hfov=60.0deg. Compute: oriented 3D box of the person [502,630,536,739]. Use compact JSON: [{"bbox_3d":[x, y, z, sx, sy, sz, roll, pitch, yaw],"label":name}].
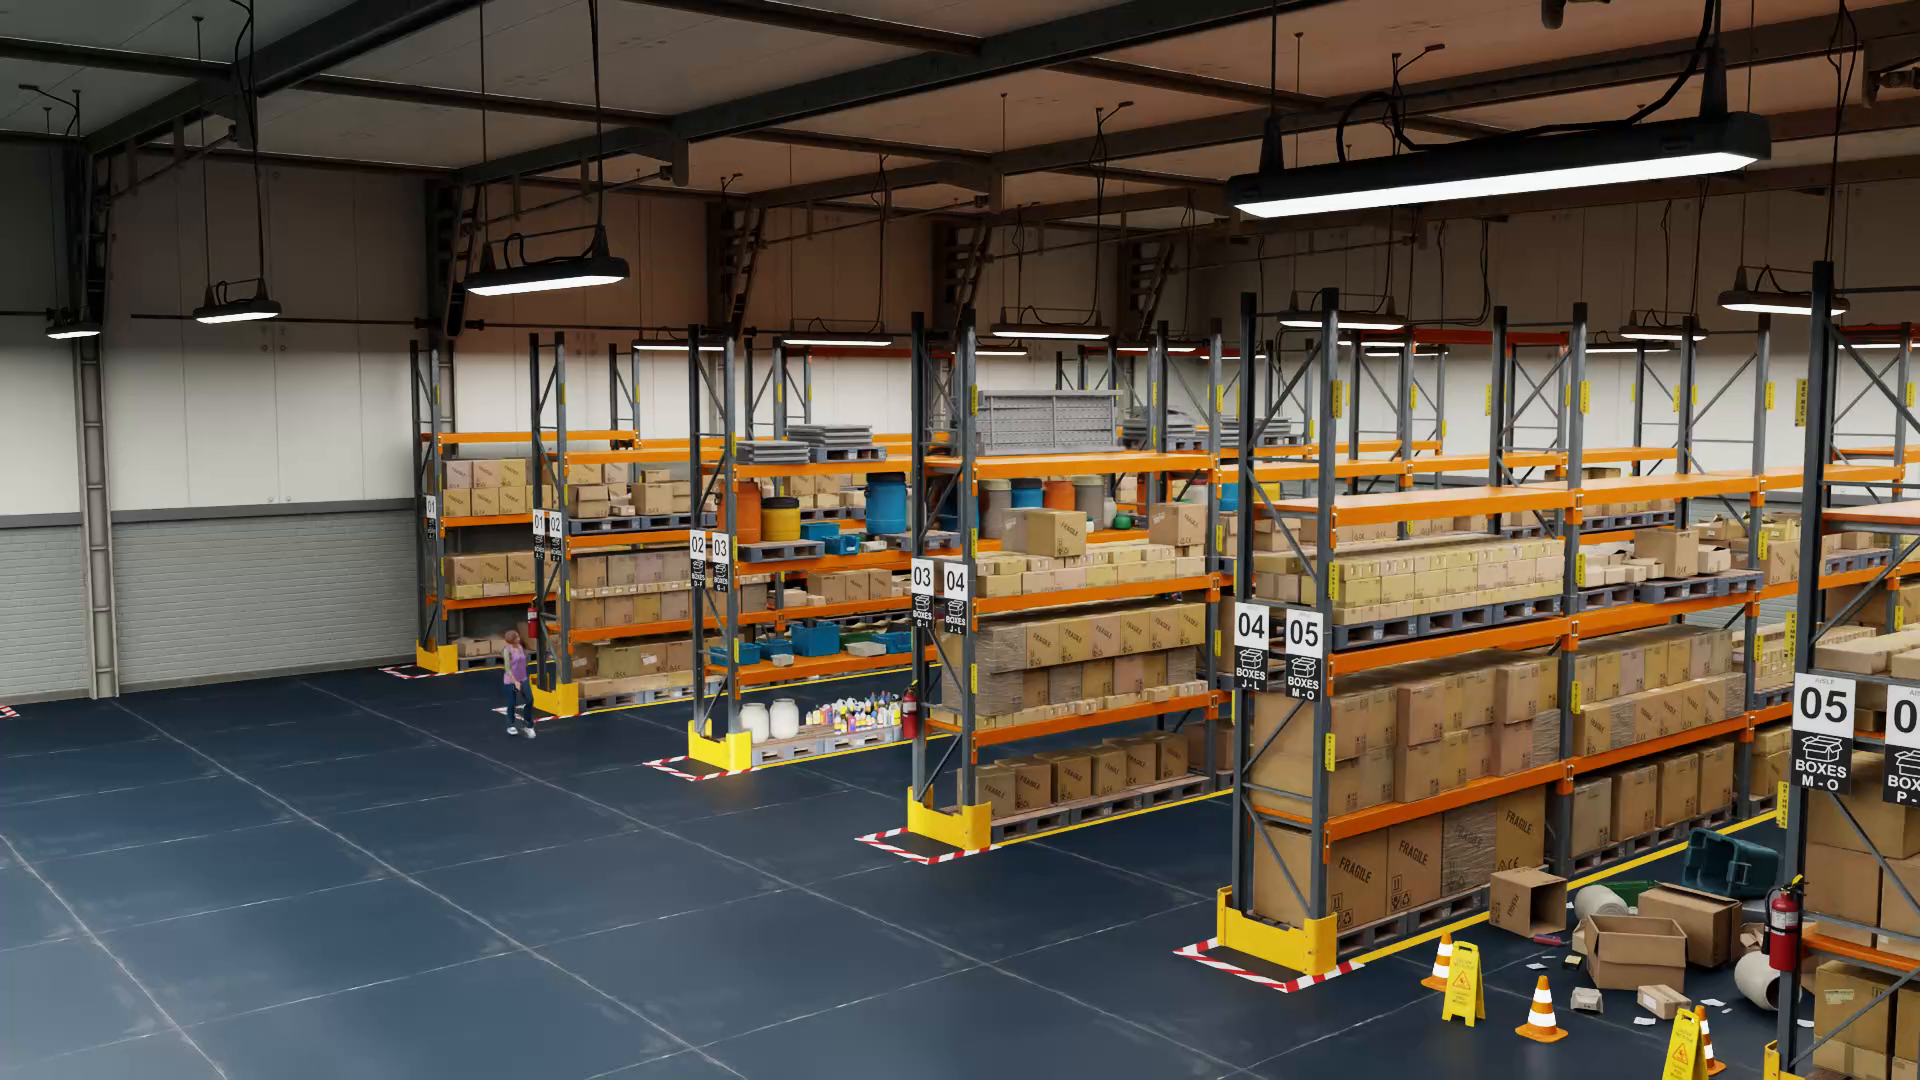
[{"bbox_3d":[-6.523,2.113,24.445,0.408,1.618,0.599,-4,7,-38],"label":"person"}]
